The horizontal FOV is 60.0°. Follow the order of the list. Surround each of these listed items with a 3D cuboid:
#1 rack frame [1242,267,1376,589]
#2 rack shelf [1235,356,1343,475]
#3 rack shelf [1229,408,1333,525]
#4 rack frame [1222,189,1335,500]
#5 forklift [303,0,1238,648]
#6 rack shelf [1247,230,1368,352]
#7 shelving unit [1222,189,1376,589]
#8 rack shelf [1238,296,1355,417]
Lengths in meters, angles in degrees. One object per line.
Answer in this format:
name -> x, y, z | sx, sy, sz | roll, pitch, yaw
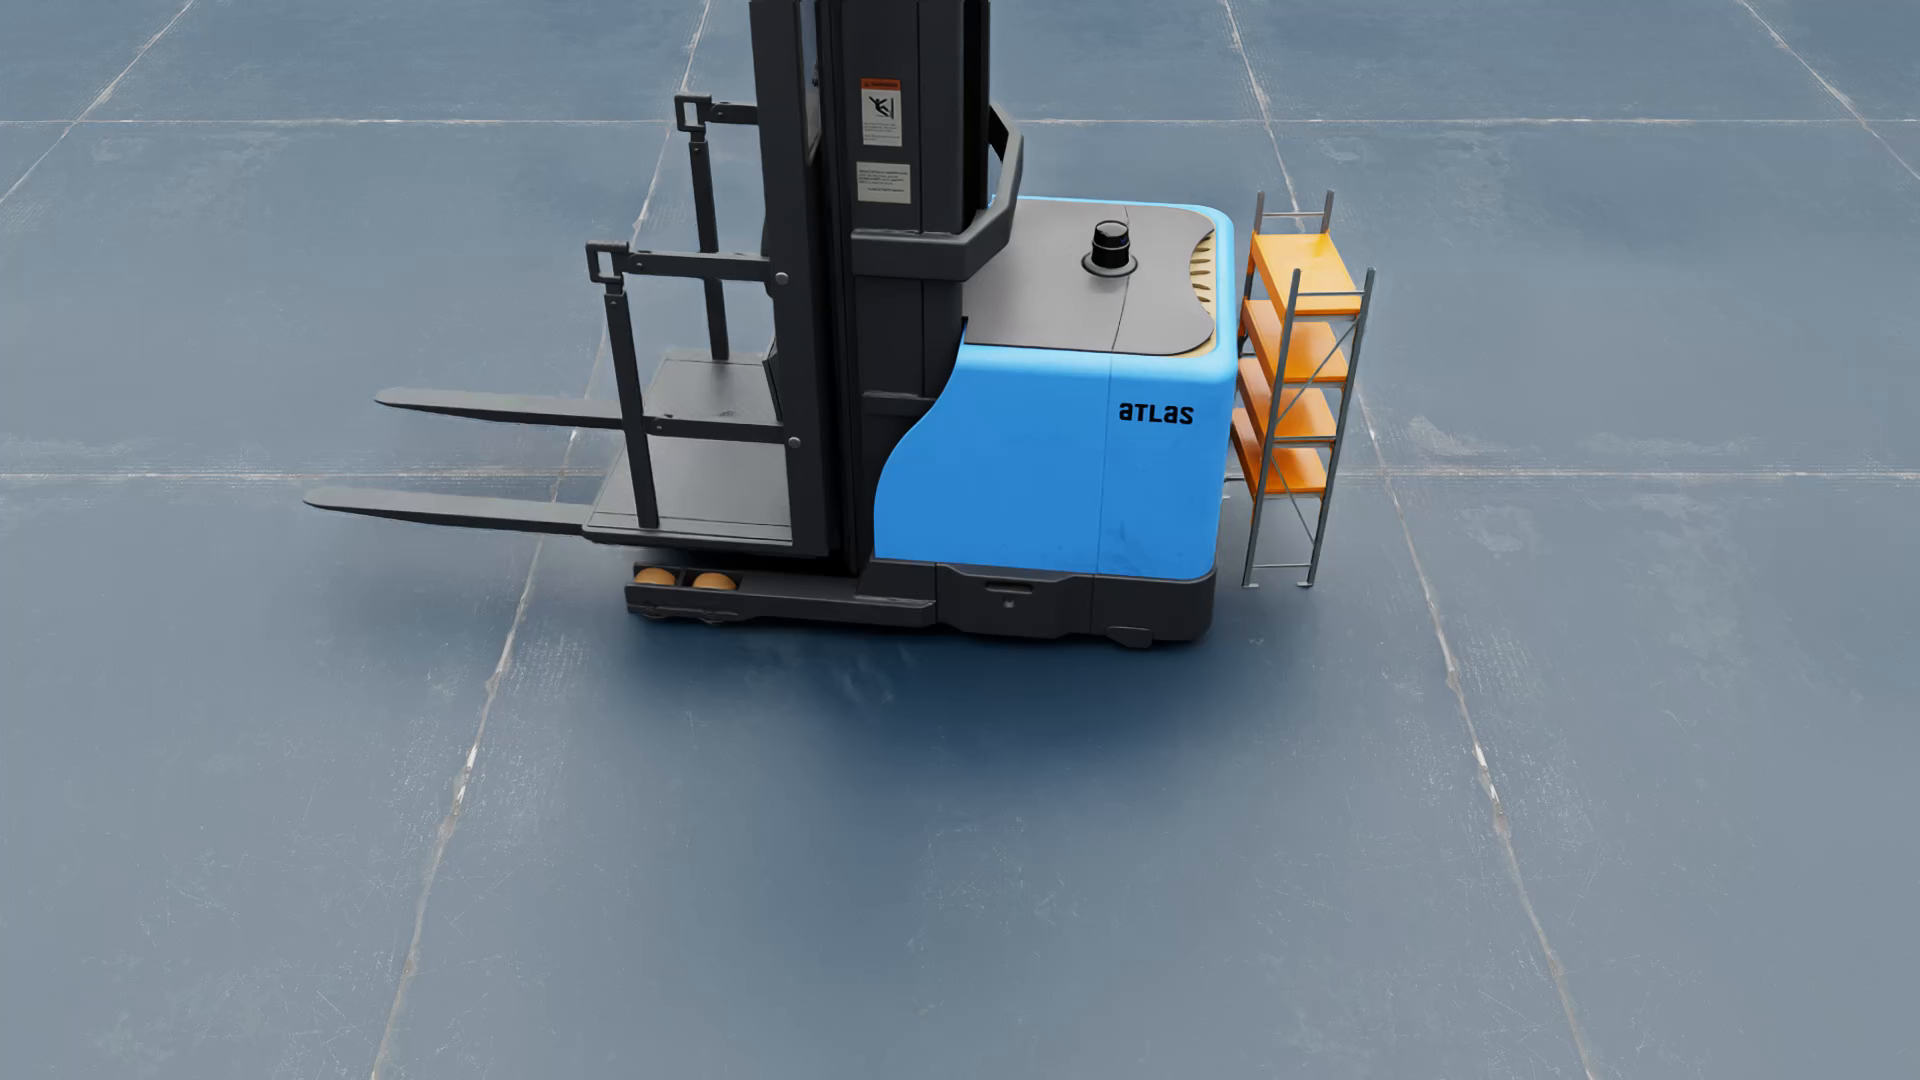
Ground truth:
rack frame -> 1.072, -0.315, 5.180 | 0.240, 1.200, 0.015 | -2, 39, -4
rack shelf -> 1.054, -0.415, 5.412 | 0.258, 0.148, 0.480 | -2, 39, -4
rack shelf -> 1.051, -0.260, 5.536 | 0.258, 0.148, 0.480 | -2, 39, -4
rack frame -> 1.039, -0.620, 5.559 | 0.240, 1.200, 0.015 | -2, 39, -4
forklift -> -0.656, -1.197, 4.900 | 3.031, 2.935, 1.130 | 4, 39, 5
rack shelf -> 1.063, -0.774, 5.124 | 0.258, 0.148, 0.480 | -2, 39, -4
shelving unit -> 1.056, -0.467, 5.370 | 0.258, 1.200, 0.503 | -2, 39, -4
rack shelf -> 1.058, -0.589, 5.272 | 0.258, 0.148, 0.480 | -2, 39, -4
